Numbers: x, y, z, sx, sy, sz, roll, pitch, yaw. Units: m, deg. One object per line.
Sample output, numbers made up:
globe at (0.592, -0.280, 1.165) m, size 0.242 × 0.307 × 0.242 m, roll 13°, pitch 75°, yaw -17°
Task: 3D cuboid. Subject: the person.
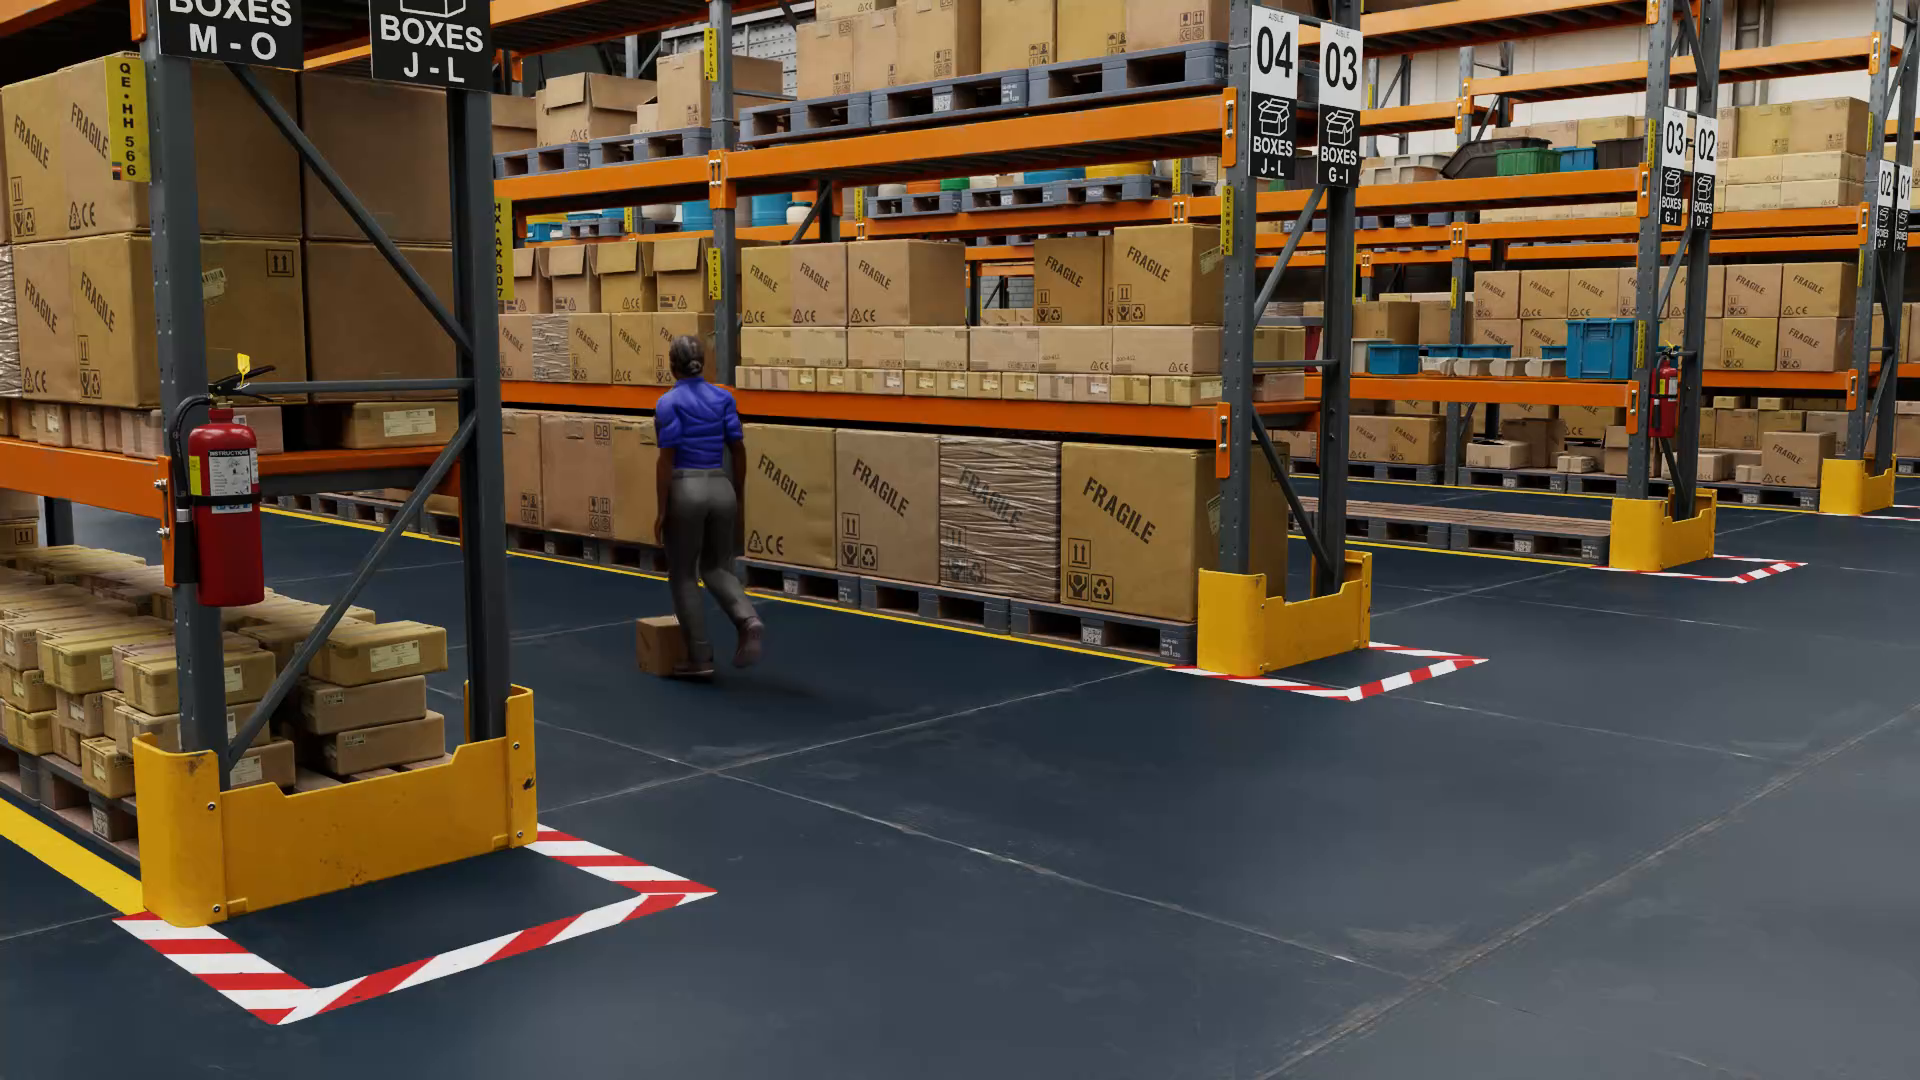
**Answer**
person at (-1.196, -0.153, 7.929) m, size 0.482 × 1.643 × 0.513 m, roll -6°, pitch 9°, yaw -39°
